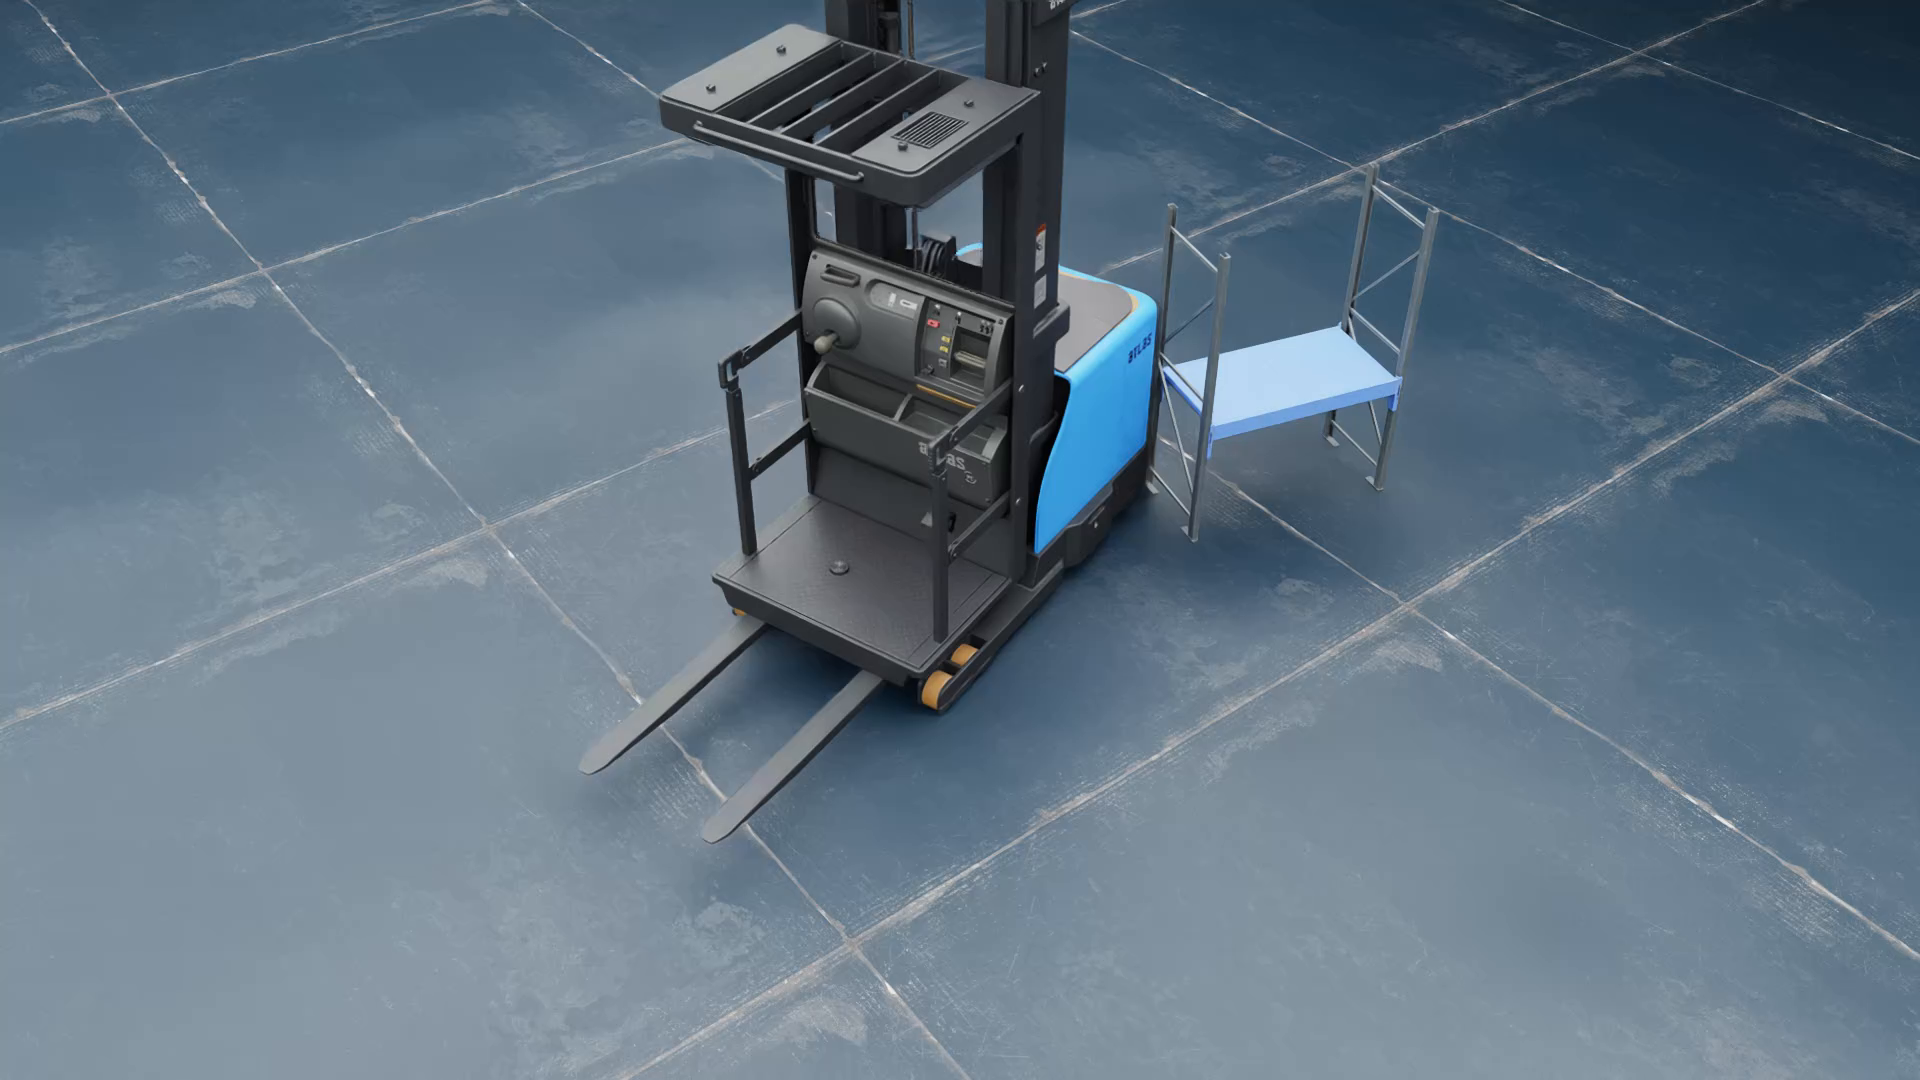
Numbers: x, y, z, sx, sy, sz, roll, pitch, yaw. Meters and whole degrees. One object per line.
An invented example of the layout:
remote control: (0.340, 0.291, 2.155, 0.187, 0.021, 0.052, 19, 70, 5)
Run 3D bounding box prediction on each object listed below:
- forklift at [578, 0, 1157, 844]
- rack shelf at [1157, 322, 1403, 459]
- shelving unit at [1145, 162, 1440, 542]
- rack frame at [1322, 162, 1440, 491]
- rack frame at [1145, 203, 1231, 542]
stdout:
forklift: (-0.342, -0.772, 6.380, 1.130, 2.935, 3.031, 23, 45, 25)
rack shelf: (1.468, -0.703, 7.708, 1.000, 0.185, 0.538, -15, 42, -17)
shelving unit: (1.468, -0.842, 7.594, 1.048, 1.500, 0.538, -15, 42, -17)
rack frame: (1.938, -0.965, 7.744, 0.032, 1.500, 0.500, -15, 42, -17)
rack frame: (0.998, -0.719, 7.444, 0.032, 1.500, 0.500, -15, 42, -17)
